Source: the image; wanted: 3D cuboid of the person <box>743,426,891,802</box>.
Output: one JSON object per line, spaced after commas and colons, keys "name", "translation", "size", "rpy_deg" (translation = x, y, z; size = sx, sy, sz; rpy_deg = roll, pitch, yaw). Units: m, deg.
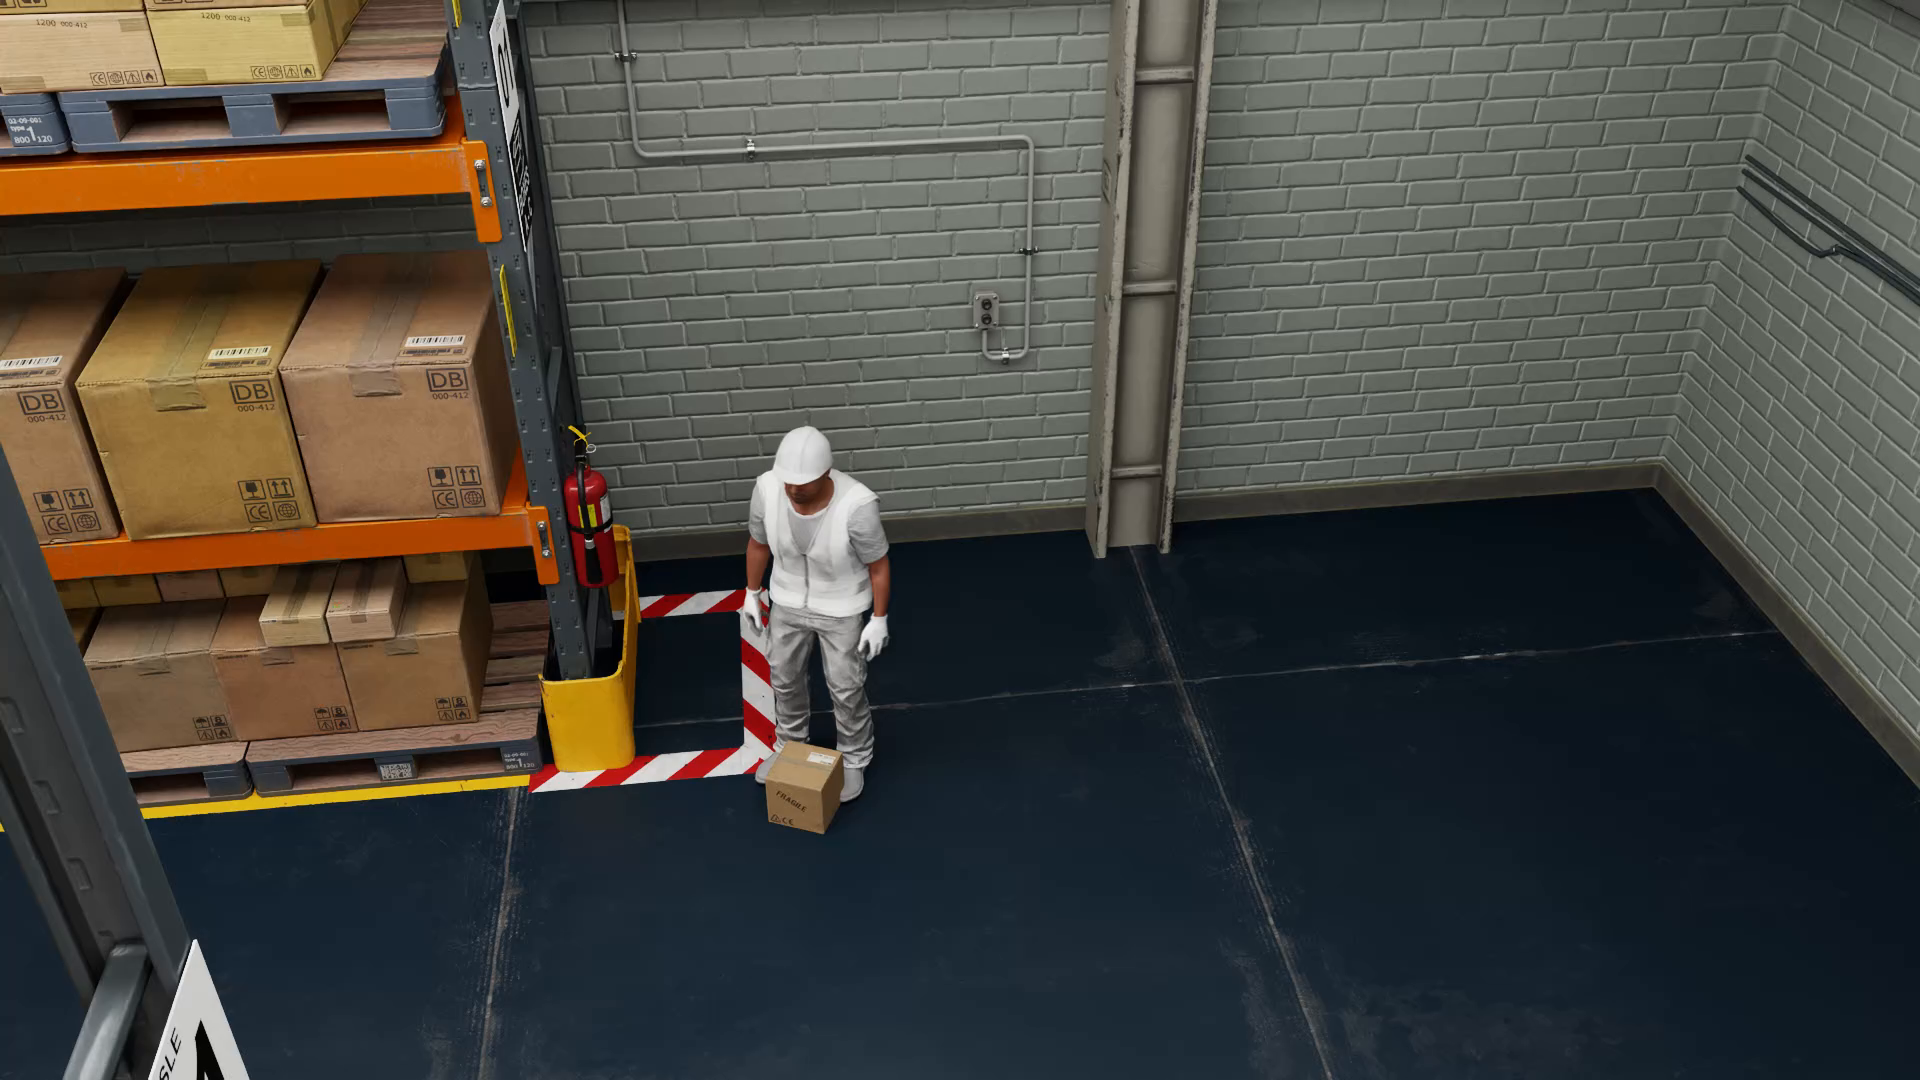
{"name": "person", "translation": [-0.582, 0.286, 6.719], "size": [0.622, 1.773, 0.454], "rpy_deg": [11, 36, 15]}
